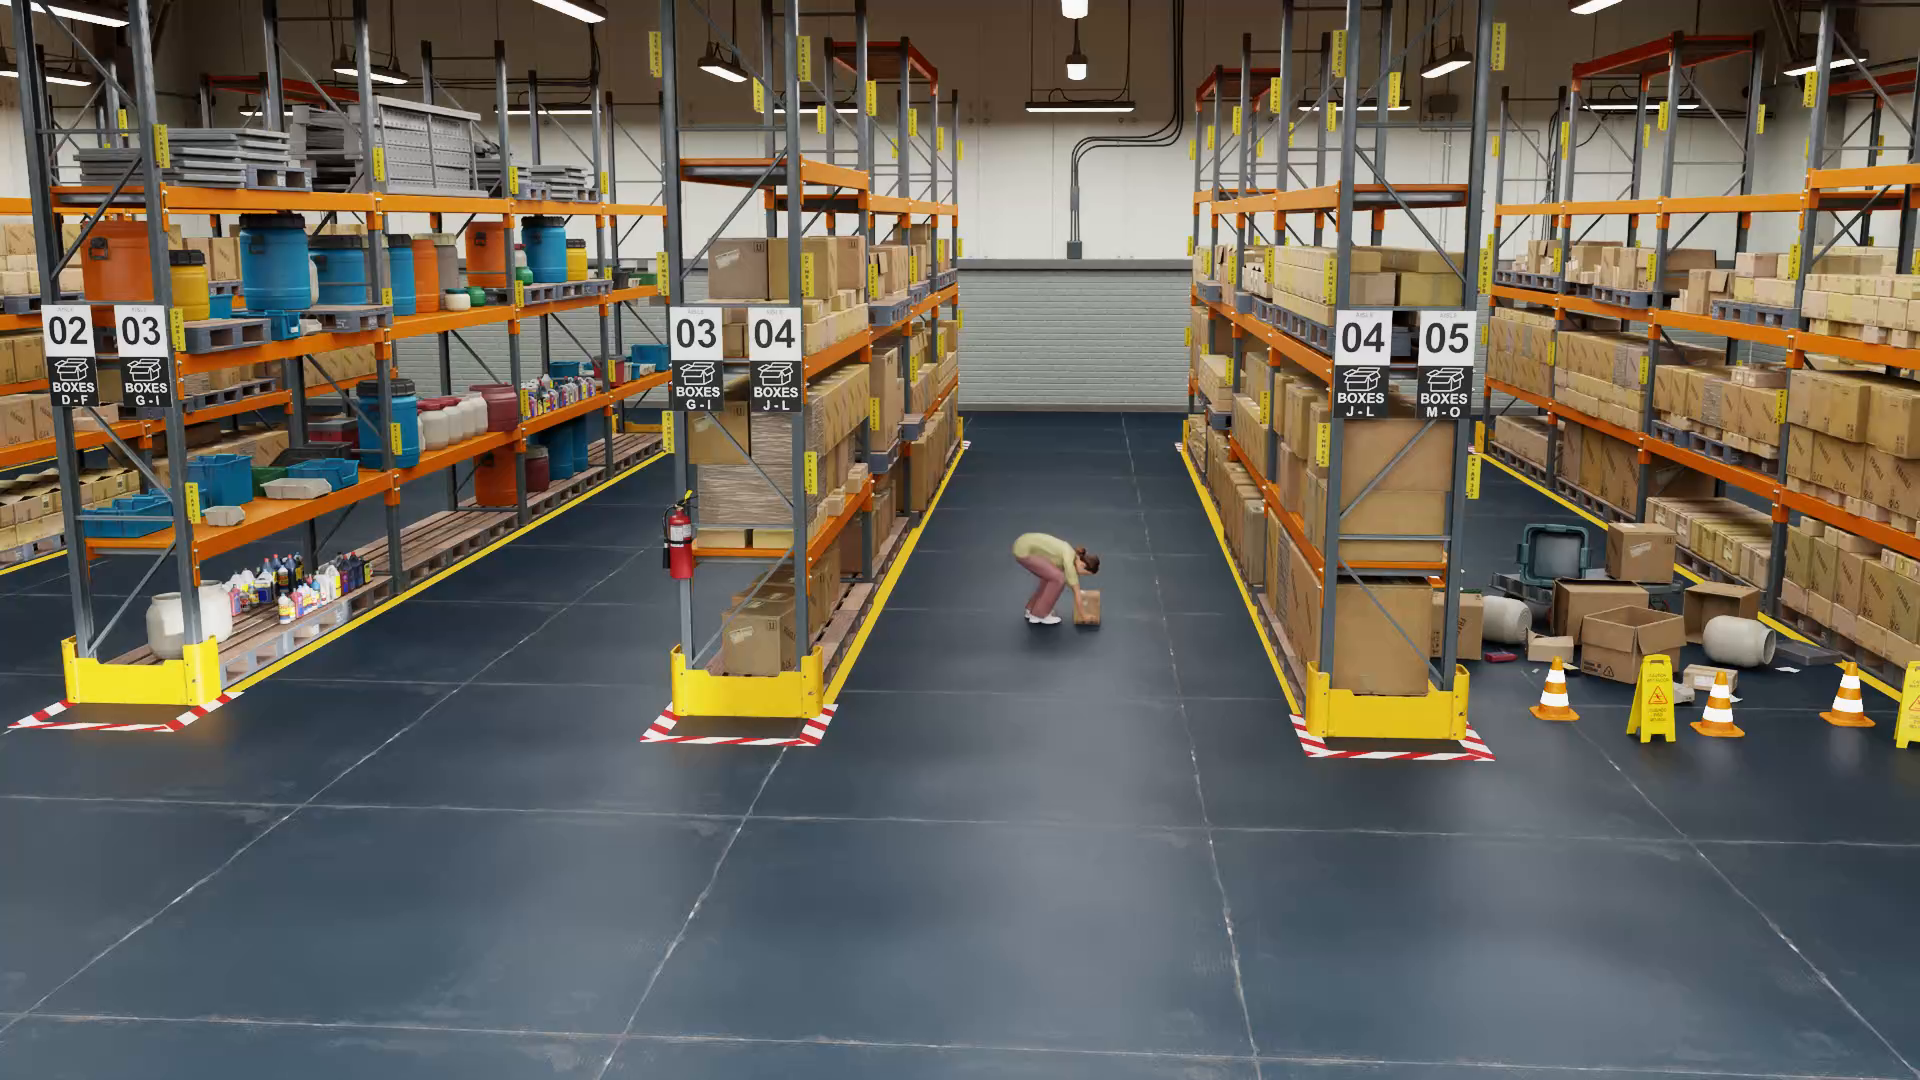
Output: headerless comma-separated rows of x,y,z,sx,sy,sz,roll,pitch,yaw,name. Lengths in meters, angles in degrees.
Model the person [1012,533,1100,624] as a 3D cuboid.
0.932,0.363,16.186,0.848,0.864,0.468,0,11,1,person
